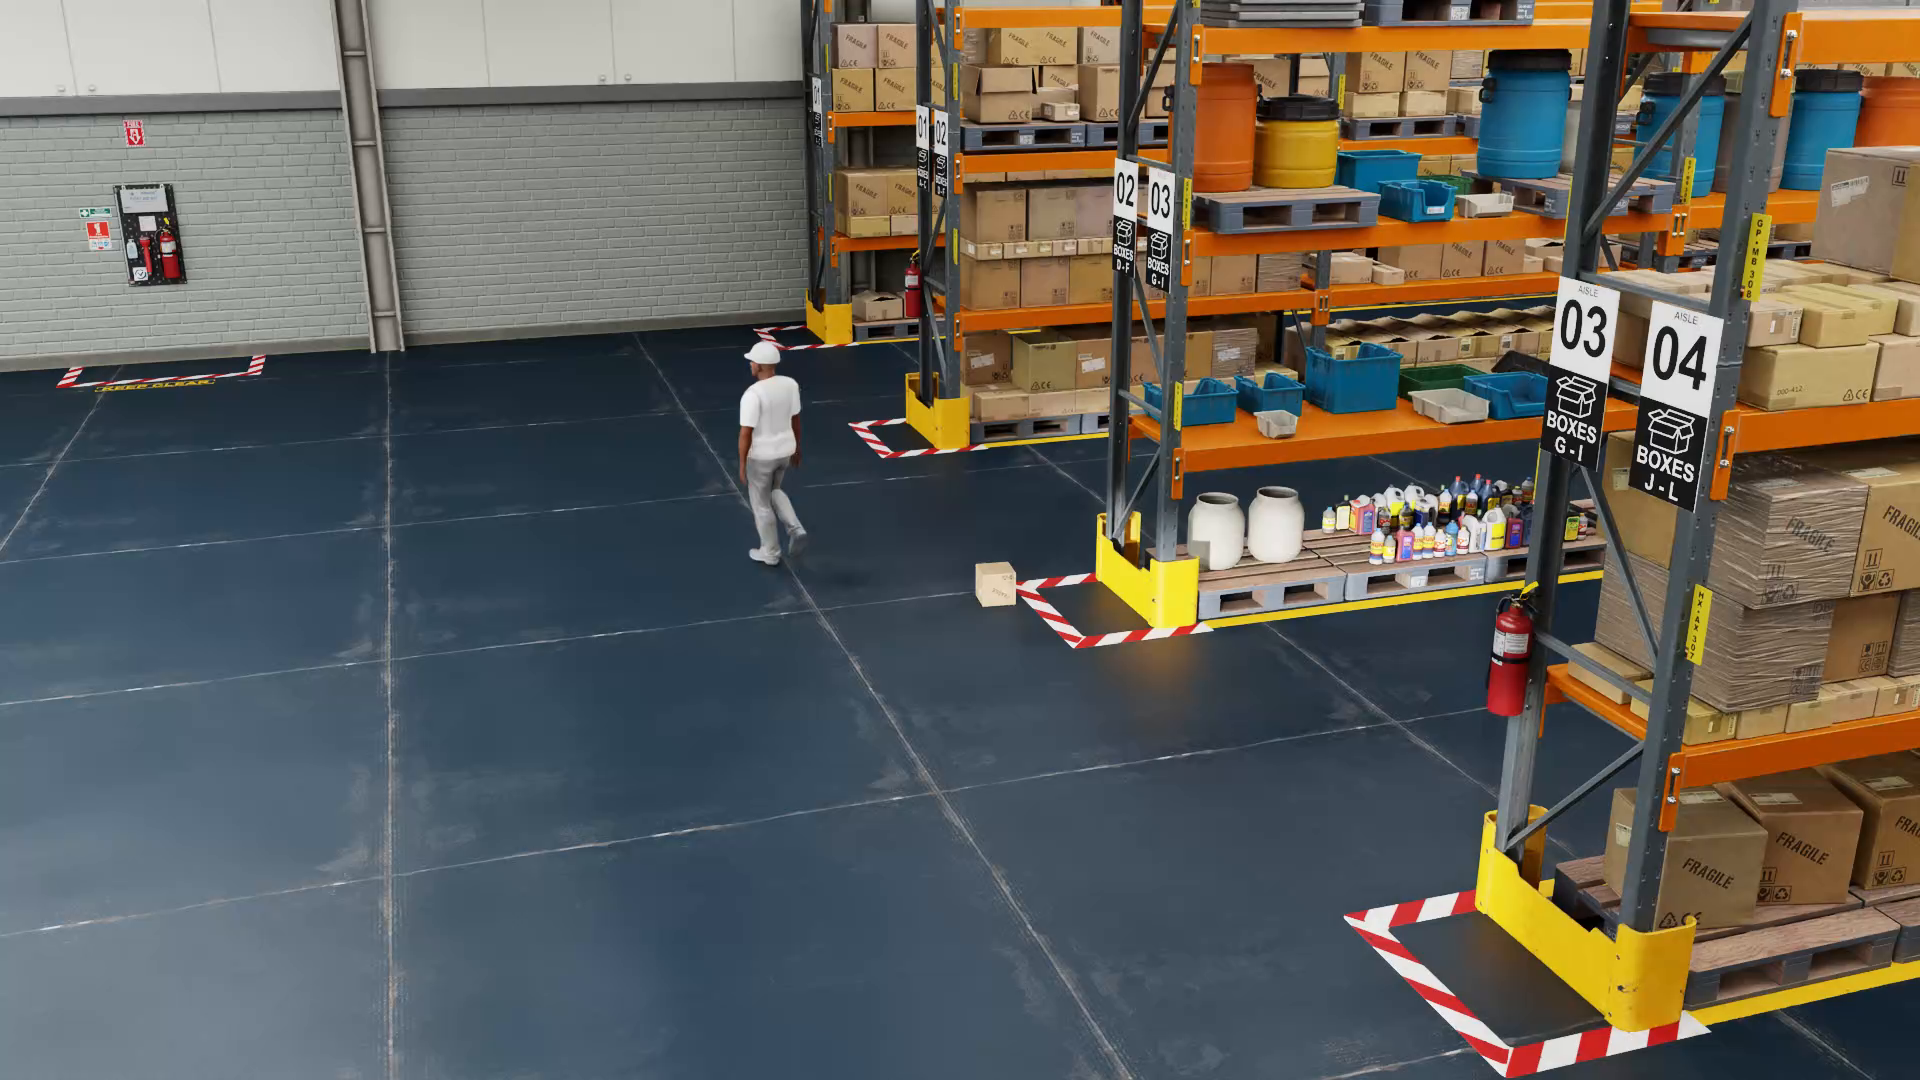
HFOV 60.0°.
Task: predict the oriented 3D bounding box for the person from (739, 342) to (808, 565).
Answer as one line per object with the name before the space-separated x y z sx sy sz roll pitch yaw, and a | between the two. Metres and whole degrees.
person | -1.459 -0.663 12.861 0.511 1.759 0.634 14 24 36
